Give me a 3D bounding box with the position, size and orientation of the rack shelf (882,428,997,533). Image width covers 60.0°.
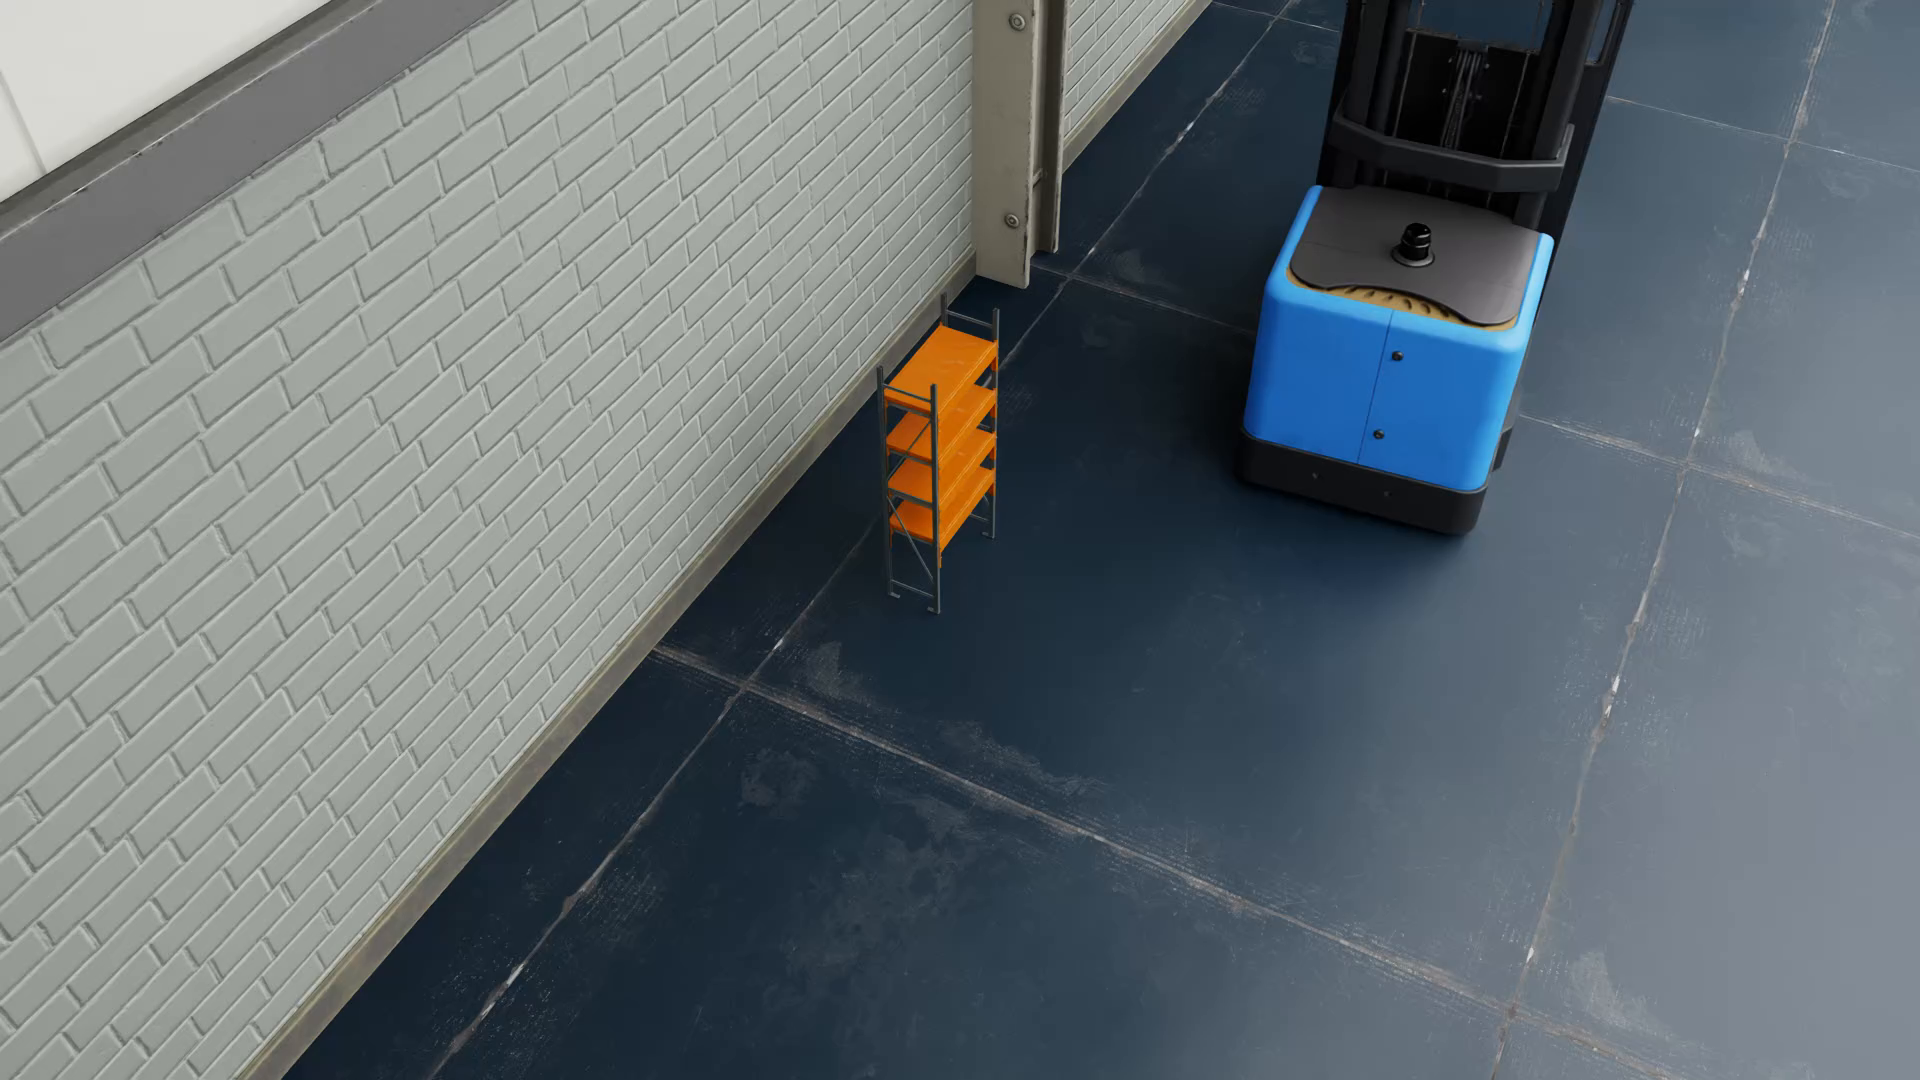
[{"bbox_3d":[-0.077,-0.270,6.548,0.258,0.148,0.480,20,49,19],"label":"rack shelf"}]

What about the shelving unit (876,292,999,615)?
[{"bbox_3d":[-0.077,-0.317,6.500,0.258,1.200,0.503,20,49,19],"label":"shelving unit"}]

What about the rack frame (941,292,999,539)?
[{"bbox_3d":[0.036,-0.471,6.652,0.240,1.200,0.015,20,49,19],"label":"rack frame"}]

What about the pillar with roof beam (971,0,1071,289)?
[{"bbox_3d":[4.089,-3.163,3.829,9.100,9.000,0.400,20,49,19],"label":"pillar with roof beam"}]

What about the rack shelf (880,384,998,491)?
[{"bbox_3d":[-0.077,-0.427,6.389,0.258,0.148,0.480,20,49,19],"label":"rack shelf"}]

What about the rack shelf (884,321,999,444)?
[{"bbox_3d":[-0.077,-0.594,6.221,0.258,0.148,0.480,20,49,19],"label":"rack shelf"}]

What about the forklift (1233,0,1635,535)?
[{"bbox_3d":[2.212,-2.116,7.061,1.130,2.935,3.031,16,48,15],"label":"forklift"}]

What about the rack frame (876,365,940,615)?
[{"bbox_3d":[-0.190,-0.164,6.348,0.240,1.200,0.015,20,49,19],"label":"rack frame"}]

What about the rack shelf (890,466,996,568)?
[{"bbox_3d":[-0.077,-0.131,6.689,0.258,0.148,0.480,20,49,19],"label":"rack shelf"}]
